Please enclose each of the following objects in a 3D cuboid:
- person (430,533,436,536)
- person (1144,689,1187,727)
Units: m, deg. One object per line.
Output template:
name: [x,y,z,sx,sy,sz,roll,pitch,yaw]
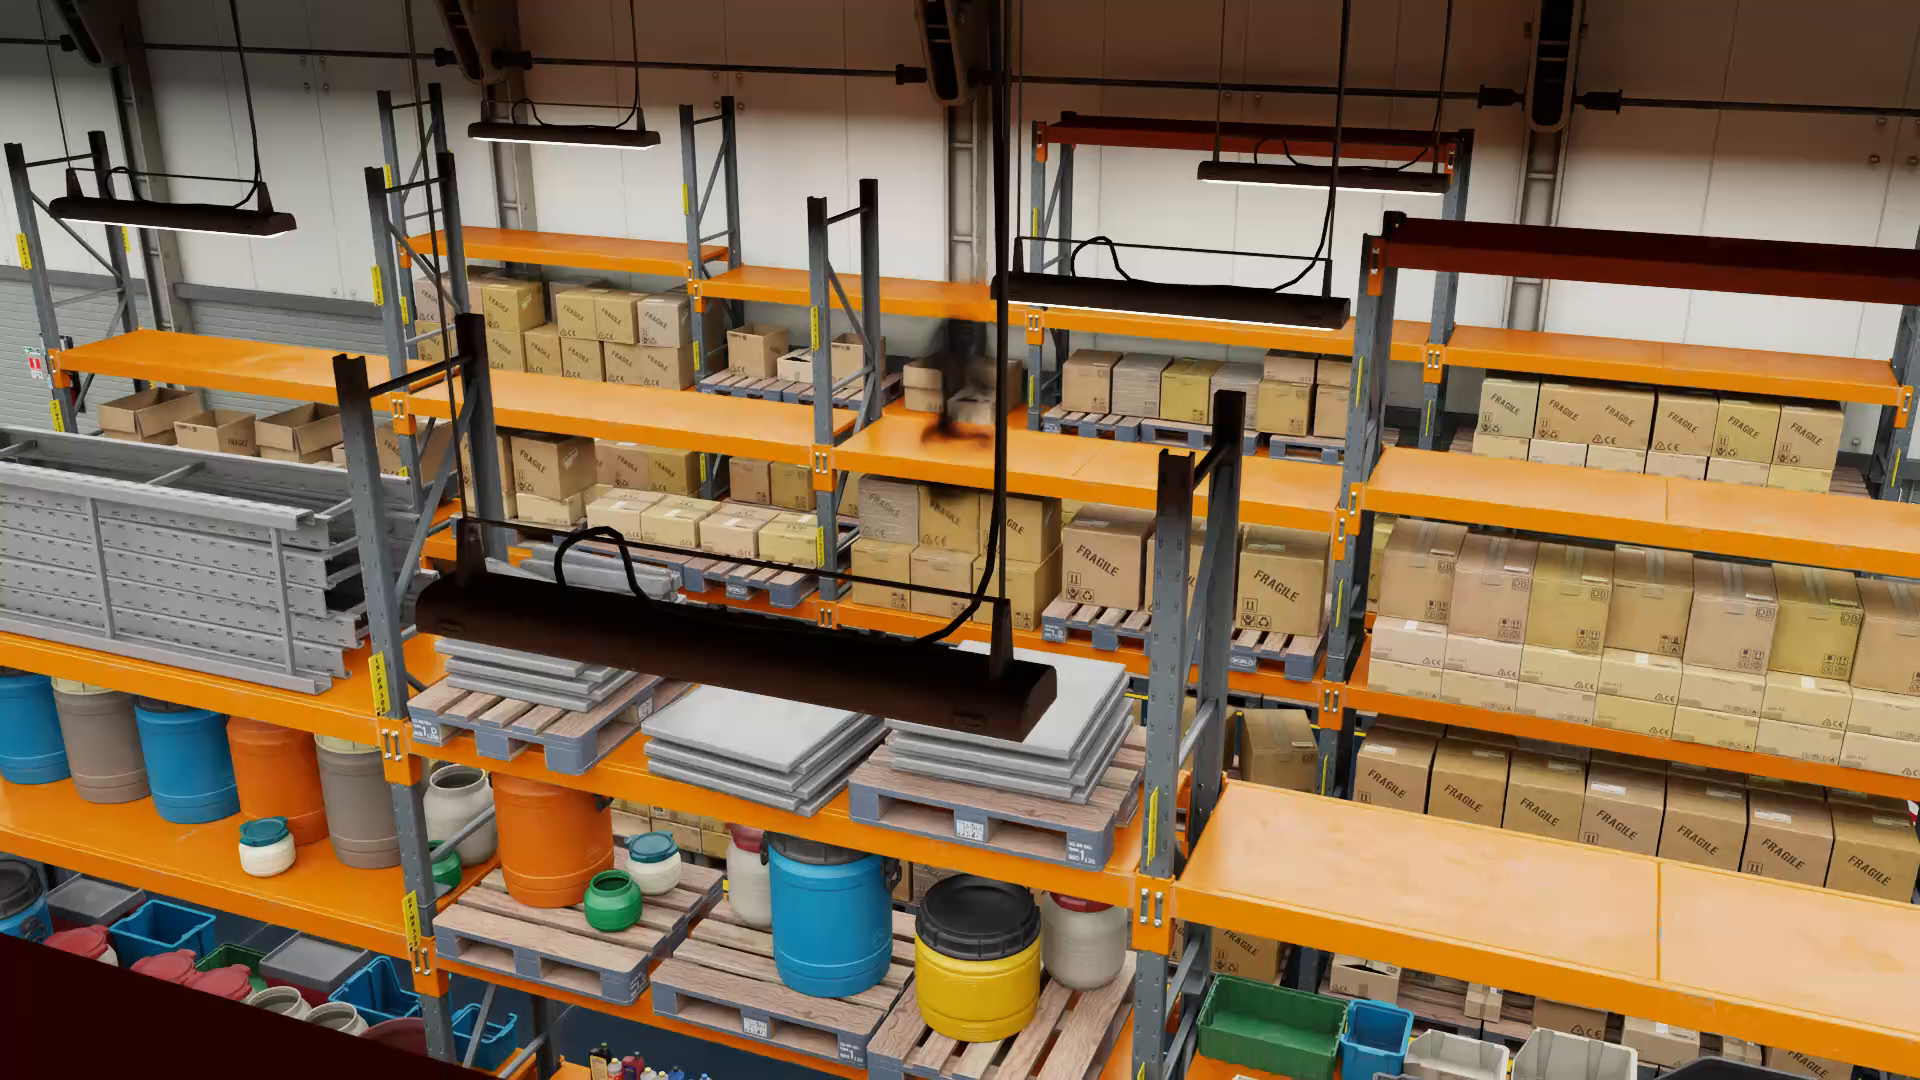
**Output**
person: [-5.713,0.707,18.274,0.677,1.655,0.581,-2,21,-5]
person: [1.871,1.967,14.939,0.457,1.660,0.340,9,23,23]
